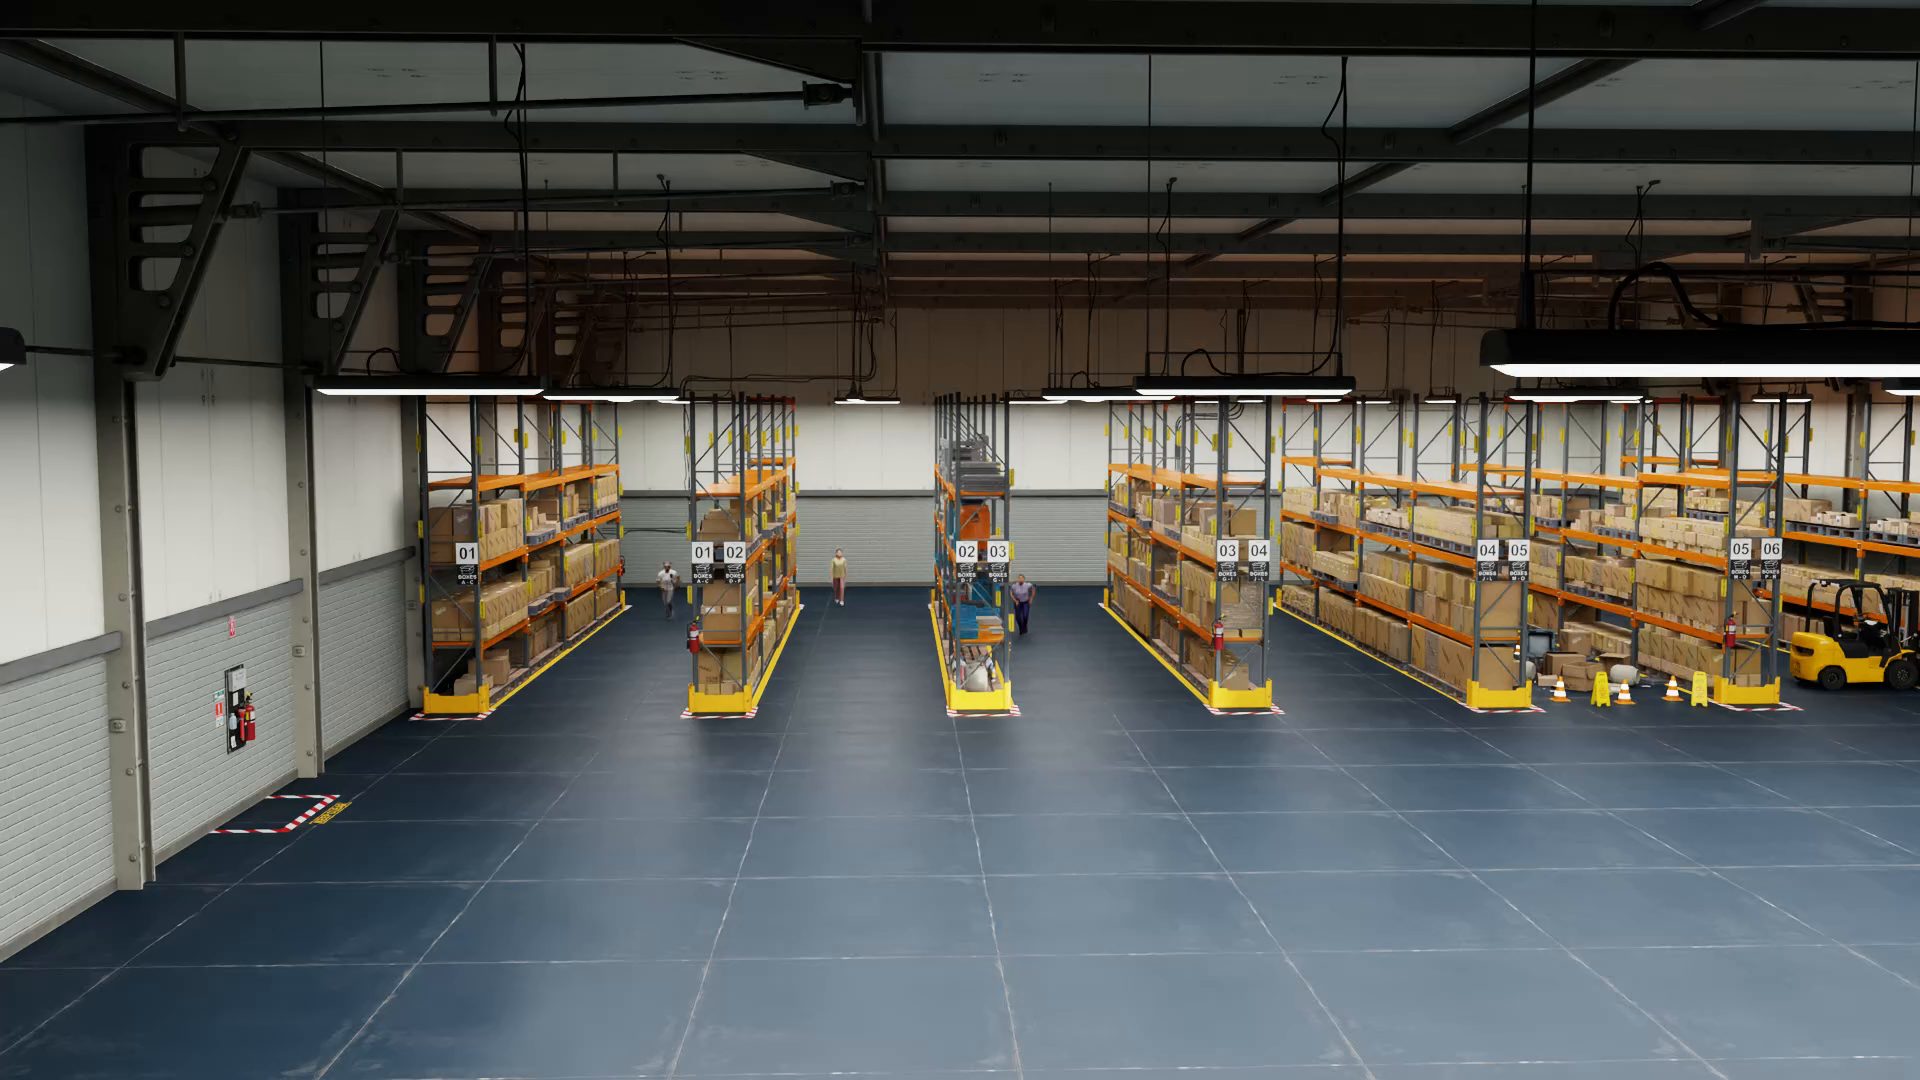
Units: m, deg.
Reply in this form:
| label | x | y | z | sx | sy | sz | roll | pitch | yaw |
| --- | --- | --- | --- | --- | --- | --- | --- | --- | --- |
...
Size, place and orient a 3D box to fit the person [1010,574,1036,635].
| label | x | y | z | sx | sy | sz | roll | pitch | yaw |
| --- | --- | --- | --- | --- | --- | --- | --- | --- | --- |
| person | 1.570 | 1.614 | 41.584 | 0.638 | 1.563 | 0.750 | 1 | 5 | 8 |

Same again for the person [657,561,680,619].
| label | x | y | z | sx | sy | sz | roll | pitch | yaw |
| --- | --- | --- | --- | --- | --- | --- | --- | --- | --- |
| person | -7.836 | 1.347 | 44.705 | 0.552 | 1.601 | 0.737 | 1 | 5 | 7 |

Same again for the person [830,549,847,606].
| label | x | y | z | sx | sy | sz | roll | pitch | yaw |
| --- | --- | --- | --- | --- | --- | --- | --- | --- | --- |
| person | -3.509 | 1.061 | 48.014 | 0.472 | 1.612 | 1.082 | 0 | 5 | -5 |
